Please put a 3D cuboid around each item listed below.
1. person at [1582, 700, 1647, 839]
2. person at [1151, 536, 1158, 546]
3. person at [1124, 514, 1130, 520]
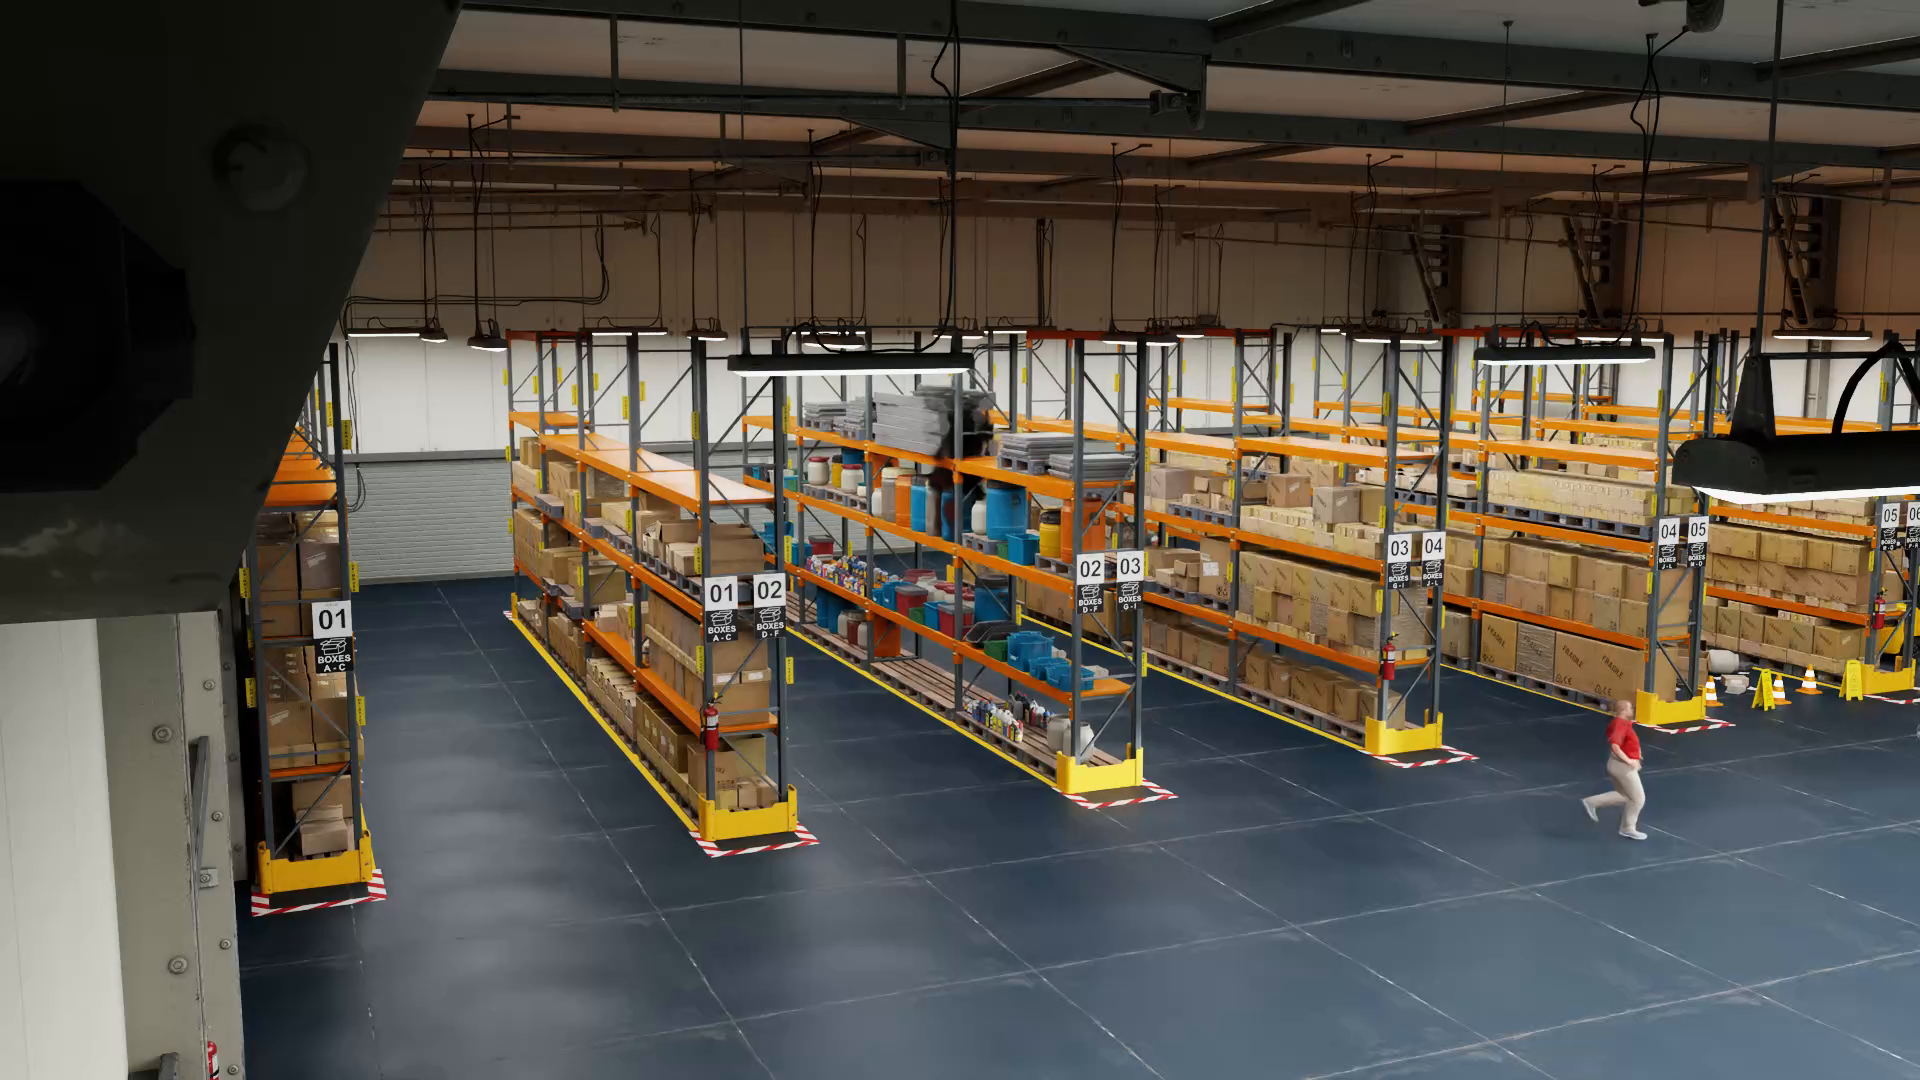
[{"bbox_3d":[7.979,2.778,20.165,0.753,1.705,0.663,1,8,10],"label":"person"},{"bbox_3d":[4.068,0.778,34.567,0.657,1.742,0.601,-4,9,-24],"label":"person"},{"bbox_3d":[3.772,0.234,38.540,0.610,1.820,0.856,-3,8,-20],"label":"person"}]
